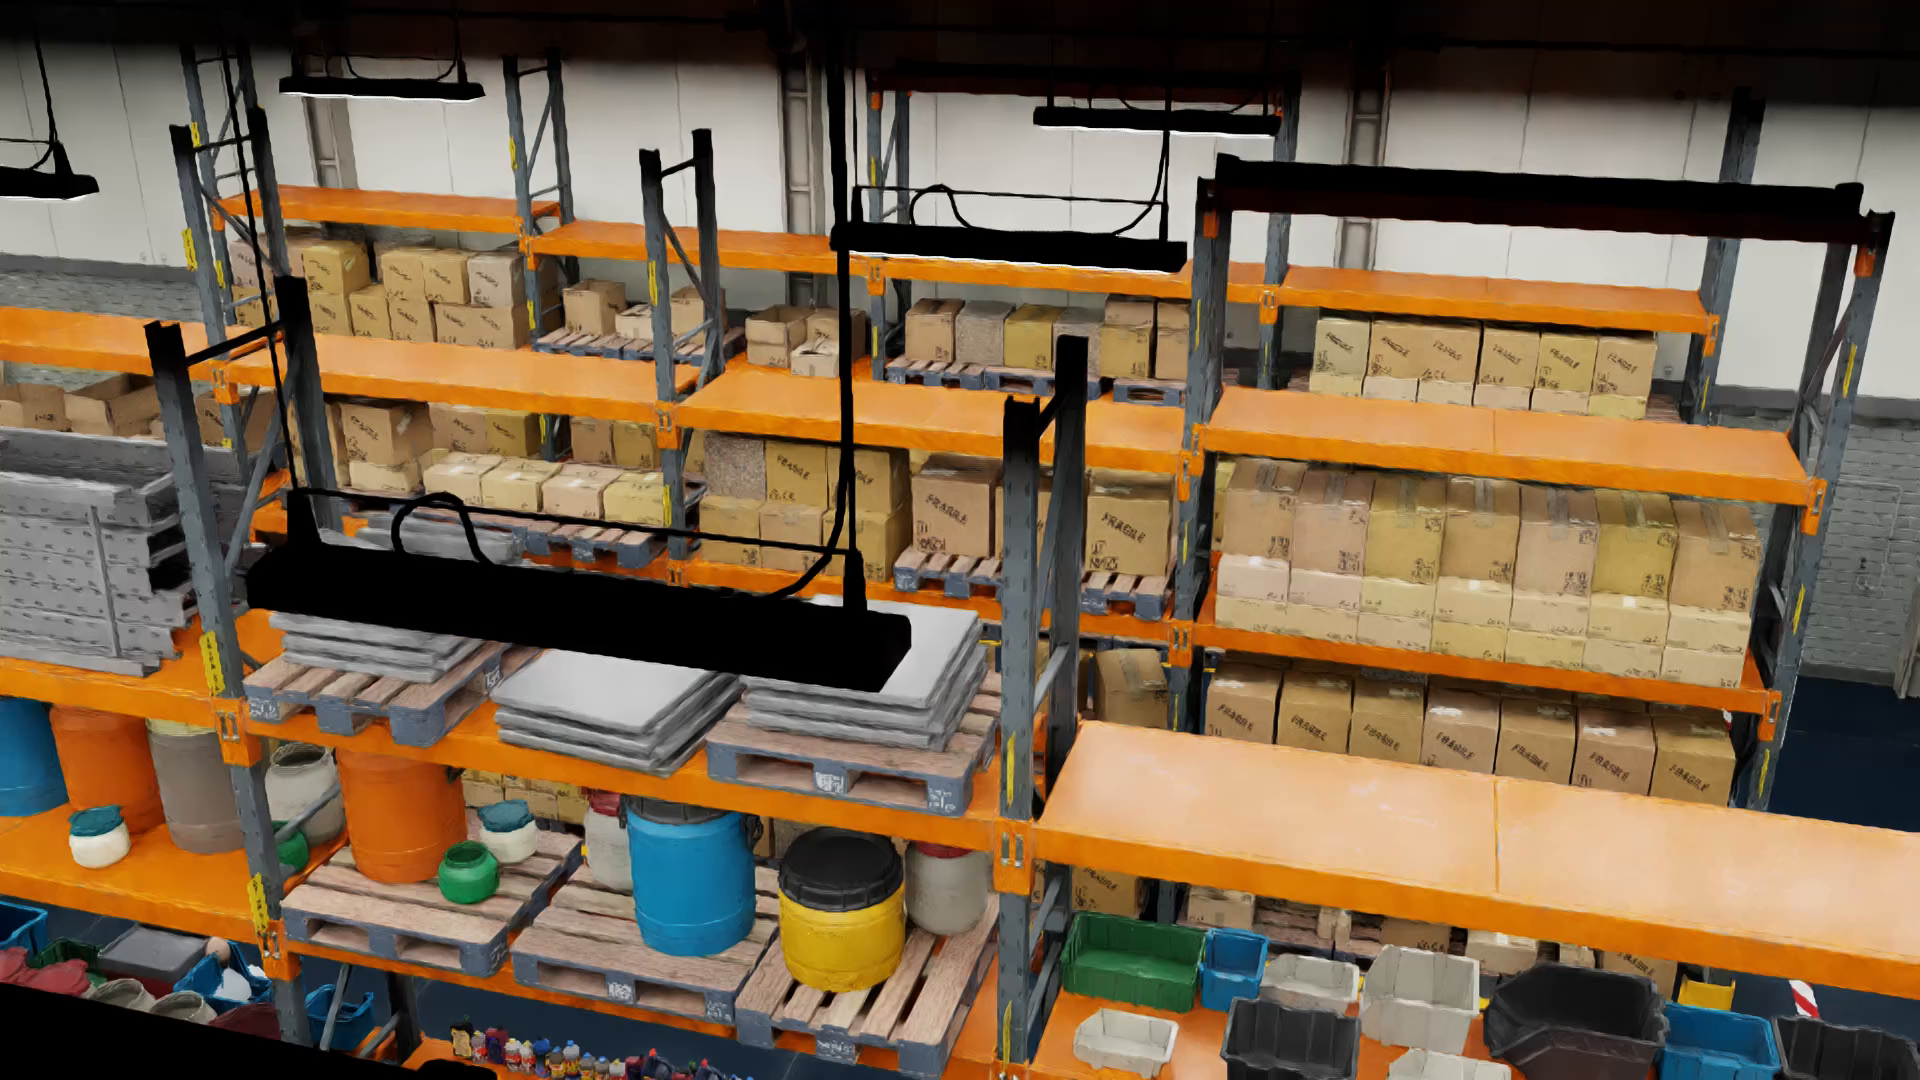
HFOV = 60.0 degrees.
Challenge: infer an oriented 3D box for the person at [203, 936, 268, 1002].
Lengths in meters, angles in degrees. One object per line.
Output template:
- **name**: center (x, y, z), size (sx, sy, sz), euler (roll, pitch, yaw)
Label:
- **person**: center (-4.567, 3.290, 10.563), size (1.052, 1.741, 0.633), euler (16, 28, 34)
